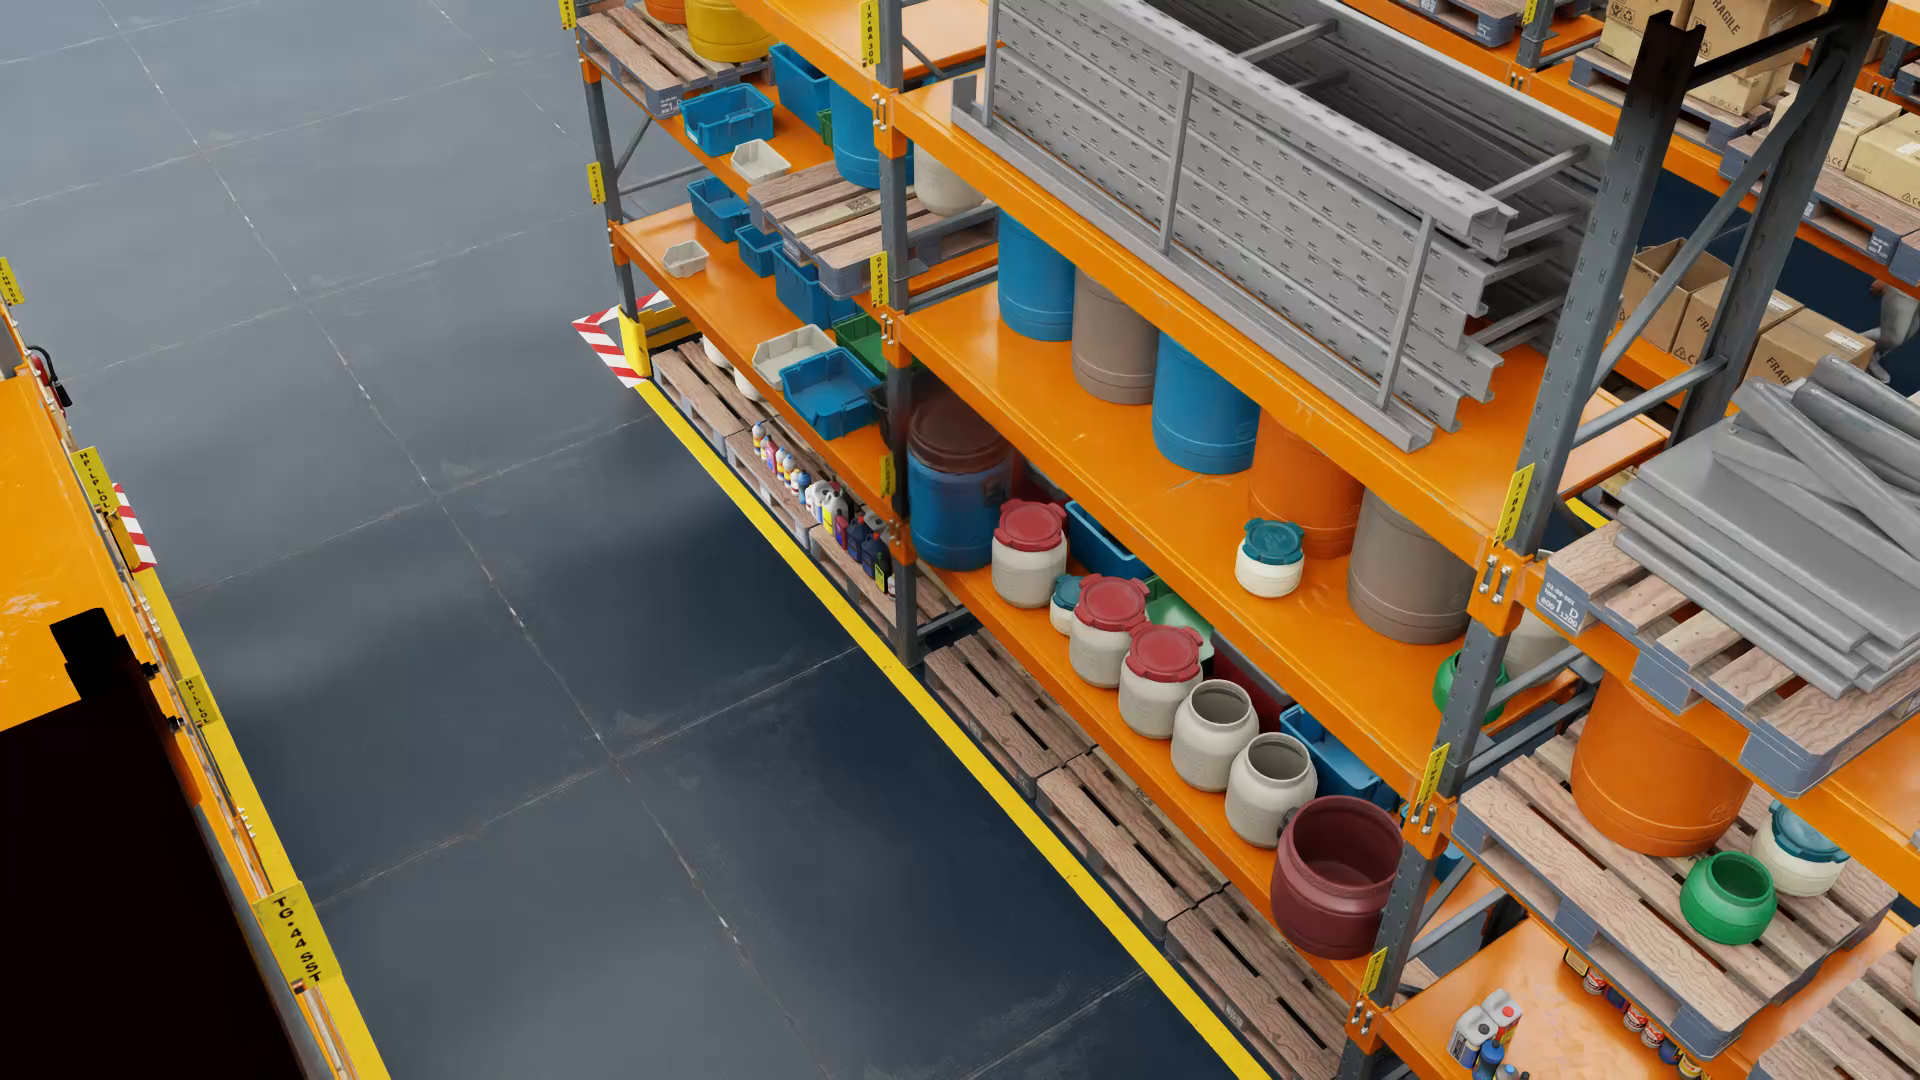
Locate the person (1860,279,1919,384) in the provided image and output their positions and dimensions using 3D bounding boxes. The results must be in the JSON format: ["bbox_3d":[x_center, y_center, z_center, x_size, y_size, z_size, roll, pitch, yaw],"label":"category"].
[{"bbox_3d":[7.202,-1.933,12.553,0.592,1.733,0.545,-15,45,-16],"label":"person"}]
